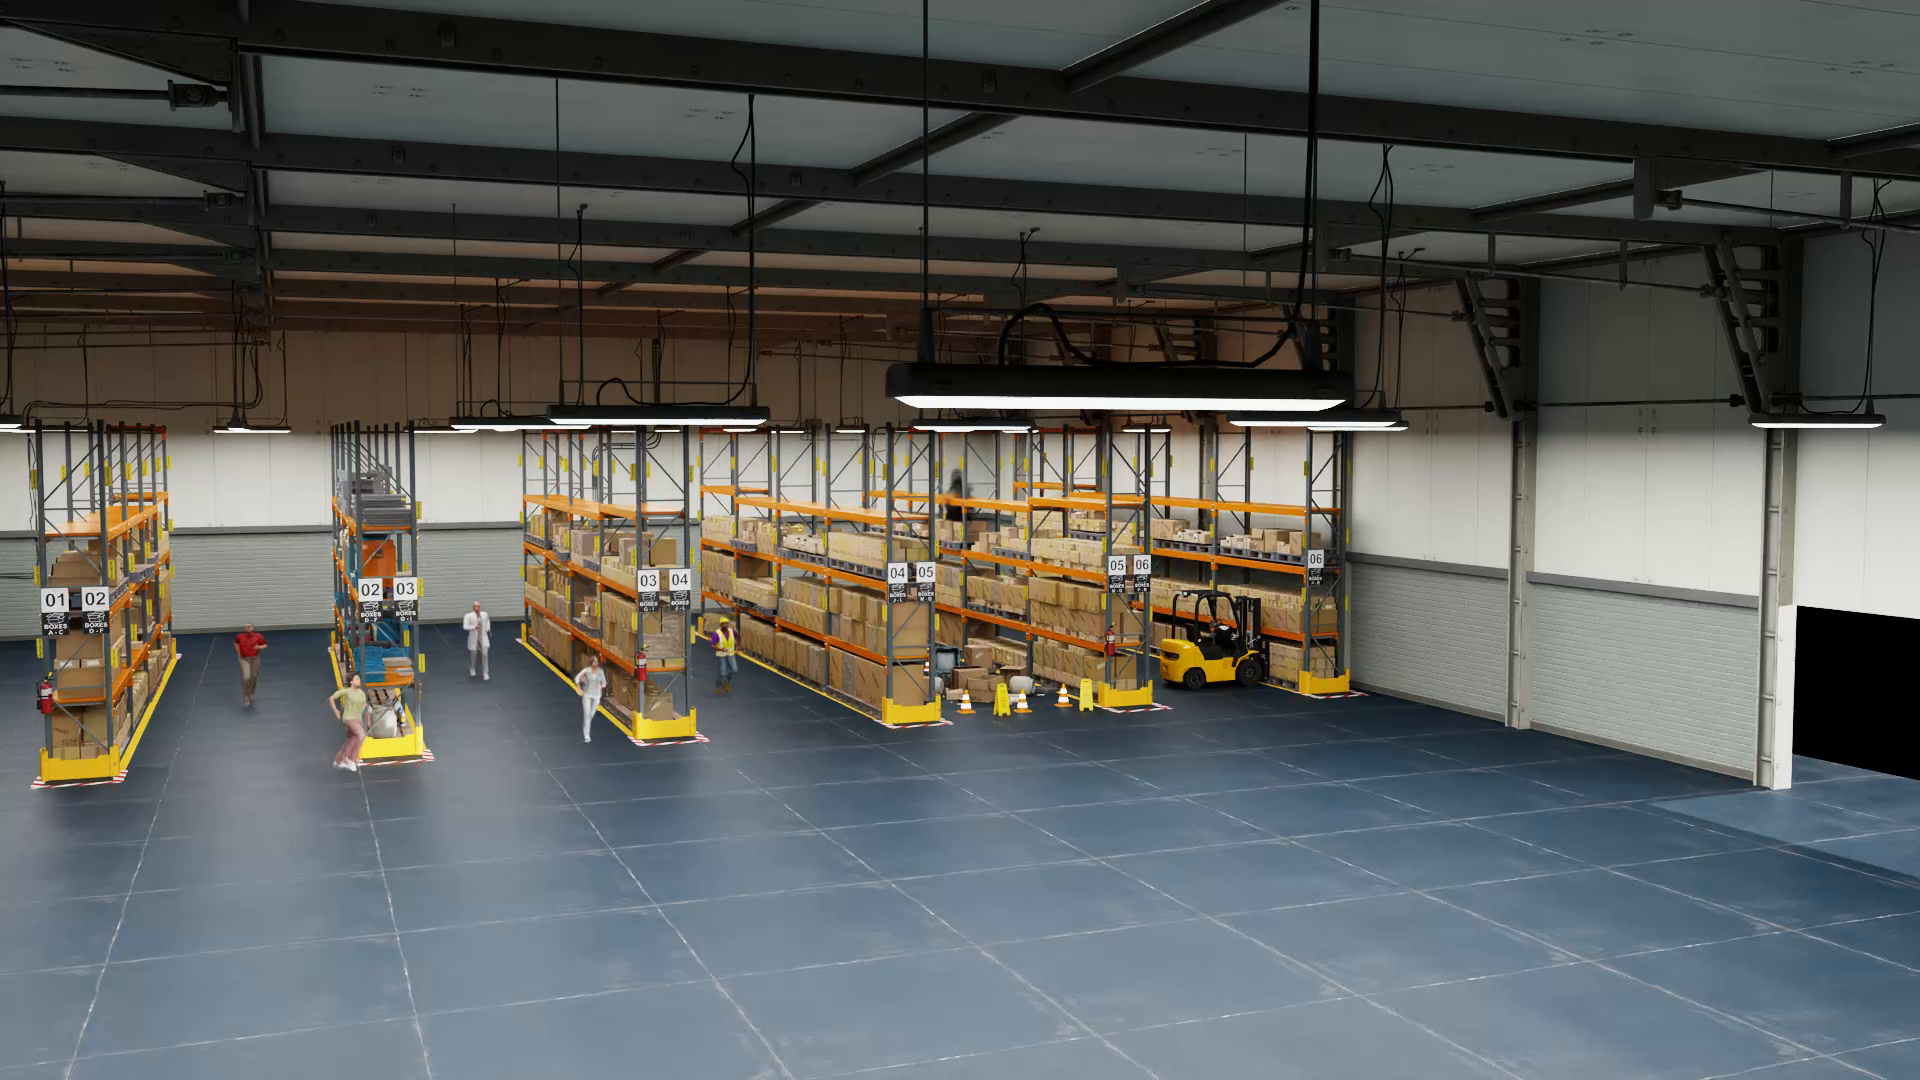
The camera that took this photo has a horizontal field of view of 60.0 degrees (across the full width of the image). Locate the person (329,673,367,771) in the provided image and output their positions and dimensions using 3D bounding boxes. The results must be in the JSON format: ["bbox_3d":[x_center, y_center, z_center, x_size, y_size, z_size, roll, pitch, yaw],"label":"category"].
[{"bbox_3d":[-10.424,3.109,28.568,0.672,1.636,0.573,1,4,19],"label":"person"}]

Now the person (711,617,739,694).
[{"bbox_3d":[-5.153,2.553,36.695,0.731,1.715,0.784,-2,4,-28],"label":"person"}]

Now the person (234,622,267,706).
[{"bbox_3d":[-15.184,2.651,35.631,0.629,1.803,0.811,-2,4,-26],"label":"person"}]

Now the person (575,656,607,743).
[{"bbox_3d":[-6.968,2.975,31.437,0.576,1.581,0.822,-2,4,-24],"label":"person"}]

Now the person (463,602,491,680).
[{"bbox_3d":[-11.376,2.358,39.222,0.686,1.808,0.997,-2,4,-31],"label":"person"}]
